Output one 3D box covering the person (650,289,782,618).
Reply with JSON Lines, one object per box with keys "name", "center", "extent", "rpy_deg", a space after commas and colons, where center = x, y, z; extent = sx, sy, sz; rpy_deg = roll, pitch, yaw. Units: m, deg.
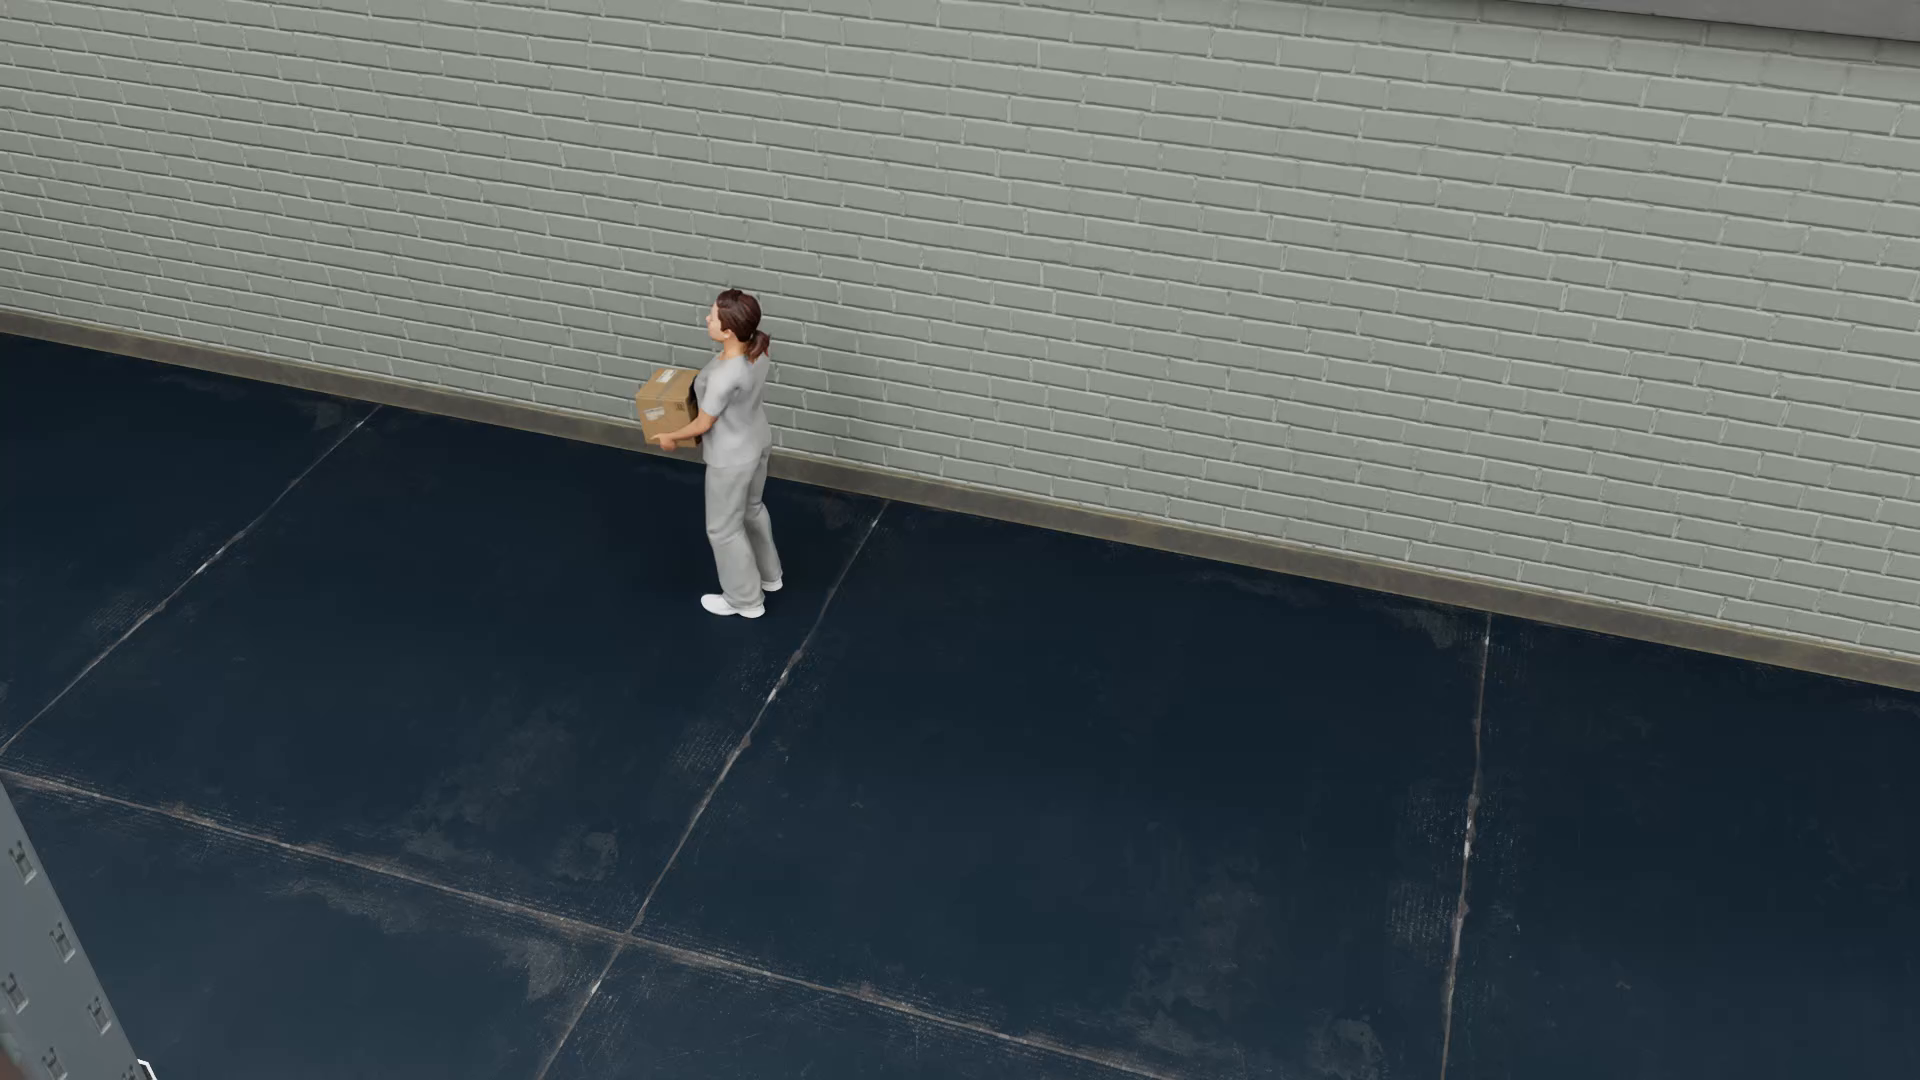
{"name": "person", "center": [-1.061, -0.395, 7.422], "extent": [0.561, 1.662, 0.437], "rpy_deg": [11, 39, 14]}
